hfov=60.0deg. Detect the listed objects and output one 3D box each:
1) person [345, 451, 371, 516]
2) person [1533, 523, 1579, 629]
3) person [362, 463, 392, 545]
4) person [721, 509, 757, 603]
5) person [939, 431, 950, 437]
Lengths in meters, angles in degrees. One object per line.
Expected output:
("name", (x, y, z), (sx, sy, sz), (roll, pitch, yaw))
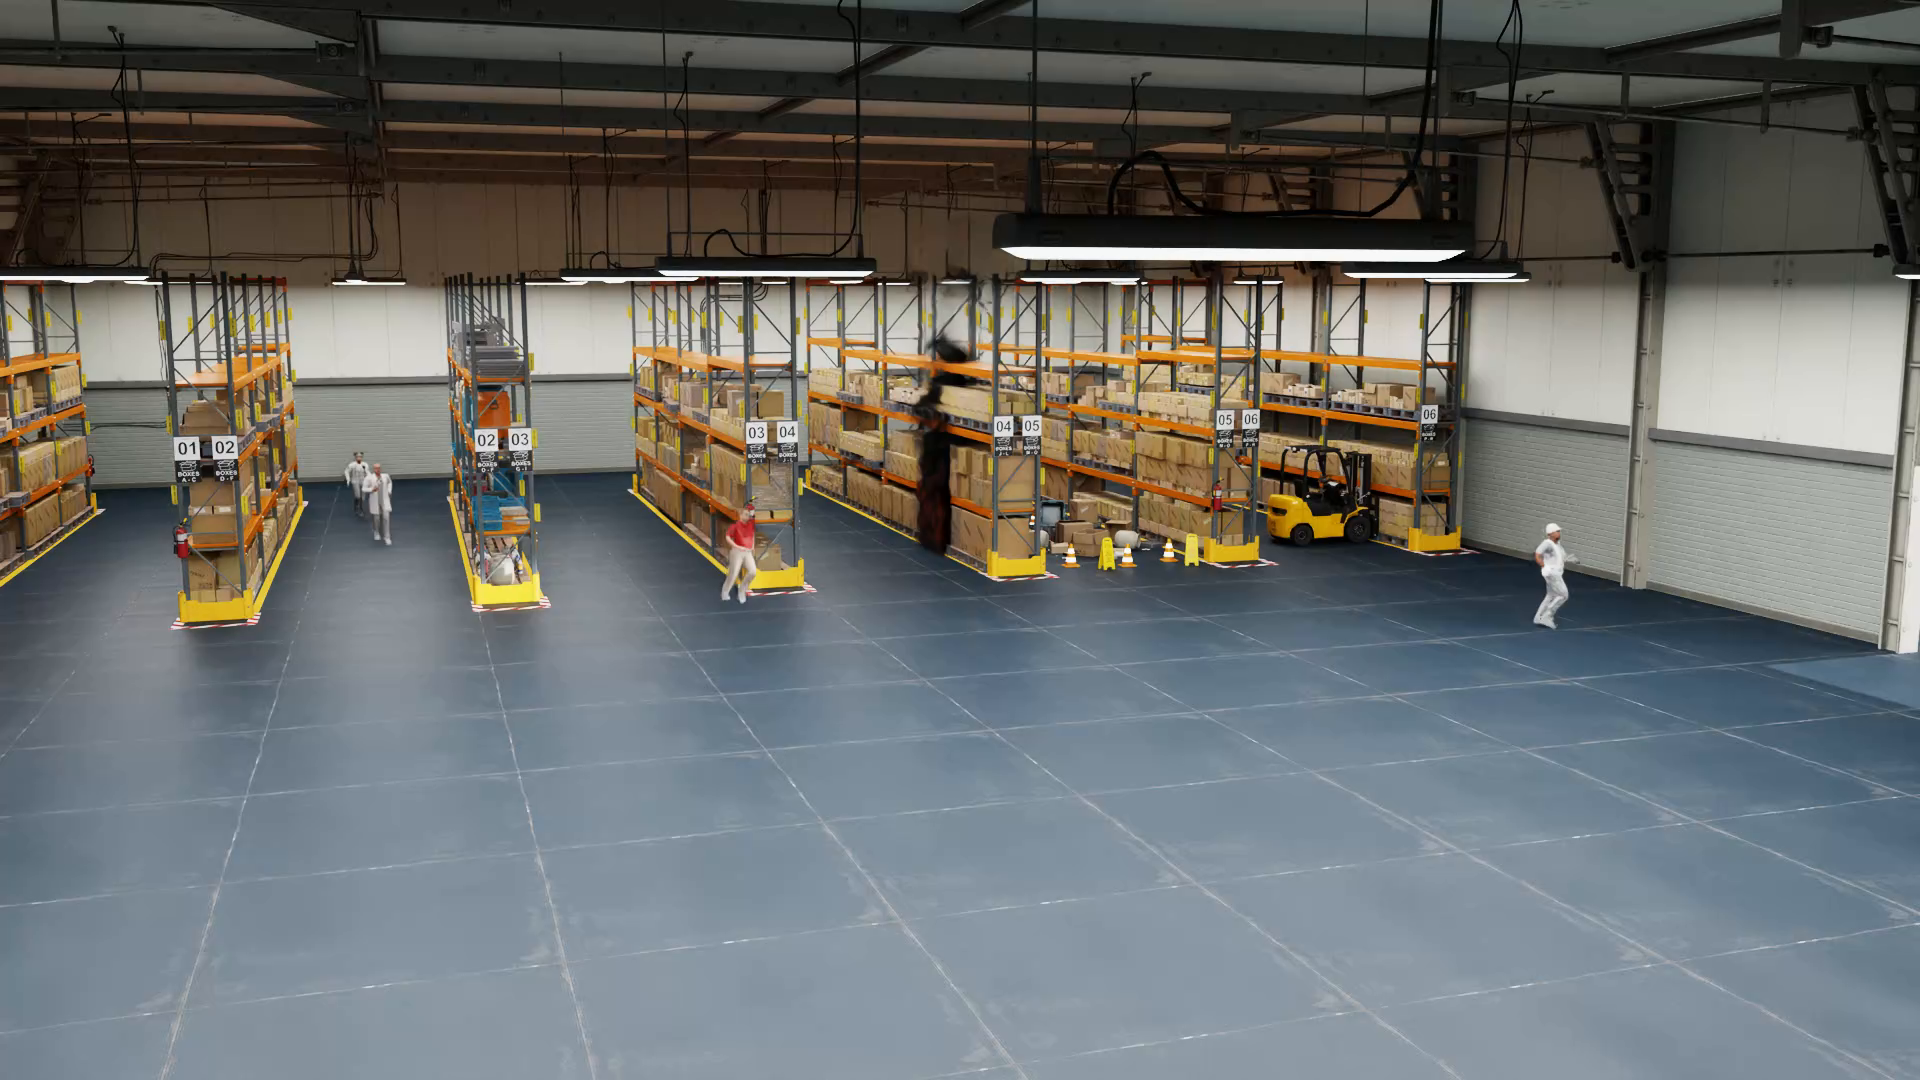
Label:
("person", (-15.120, -1.411, 41.857), (0.585, 1.644, 0.694), (-5, 10, -31))
("person", (10.090, 0.619, 28.157), (0.660, 1.795, 0.660), (5, 10, 28))
("person", (-13.110, -0.829, 37.514), (0.701, 1.808, 0.986), (-5, 10, -30))
("person", (-4.013, 0.295, 30.666), (0.730, 1.734, 0.660), (-8, 12, -43))
("person", (-0.521, -2.842, 51.108), (0.600, 1.719, 0.664), (-3, 9, -19))
